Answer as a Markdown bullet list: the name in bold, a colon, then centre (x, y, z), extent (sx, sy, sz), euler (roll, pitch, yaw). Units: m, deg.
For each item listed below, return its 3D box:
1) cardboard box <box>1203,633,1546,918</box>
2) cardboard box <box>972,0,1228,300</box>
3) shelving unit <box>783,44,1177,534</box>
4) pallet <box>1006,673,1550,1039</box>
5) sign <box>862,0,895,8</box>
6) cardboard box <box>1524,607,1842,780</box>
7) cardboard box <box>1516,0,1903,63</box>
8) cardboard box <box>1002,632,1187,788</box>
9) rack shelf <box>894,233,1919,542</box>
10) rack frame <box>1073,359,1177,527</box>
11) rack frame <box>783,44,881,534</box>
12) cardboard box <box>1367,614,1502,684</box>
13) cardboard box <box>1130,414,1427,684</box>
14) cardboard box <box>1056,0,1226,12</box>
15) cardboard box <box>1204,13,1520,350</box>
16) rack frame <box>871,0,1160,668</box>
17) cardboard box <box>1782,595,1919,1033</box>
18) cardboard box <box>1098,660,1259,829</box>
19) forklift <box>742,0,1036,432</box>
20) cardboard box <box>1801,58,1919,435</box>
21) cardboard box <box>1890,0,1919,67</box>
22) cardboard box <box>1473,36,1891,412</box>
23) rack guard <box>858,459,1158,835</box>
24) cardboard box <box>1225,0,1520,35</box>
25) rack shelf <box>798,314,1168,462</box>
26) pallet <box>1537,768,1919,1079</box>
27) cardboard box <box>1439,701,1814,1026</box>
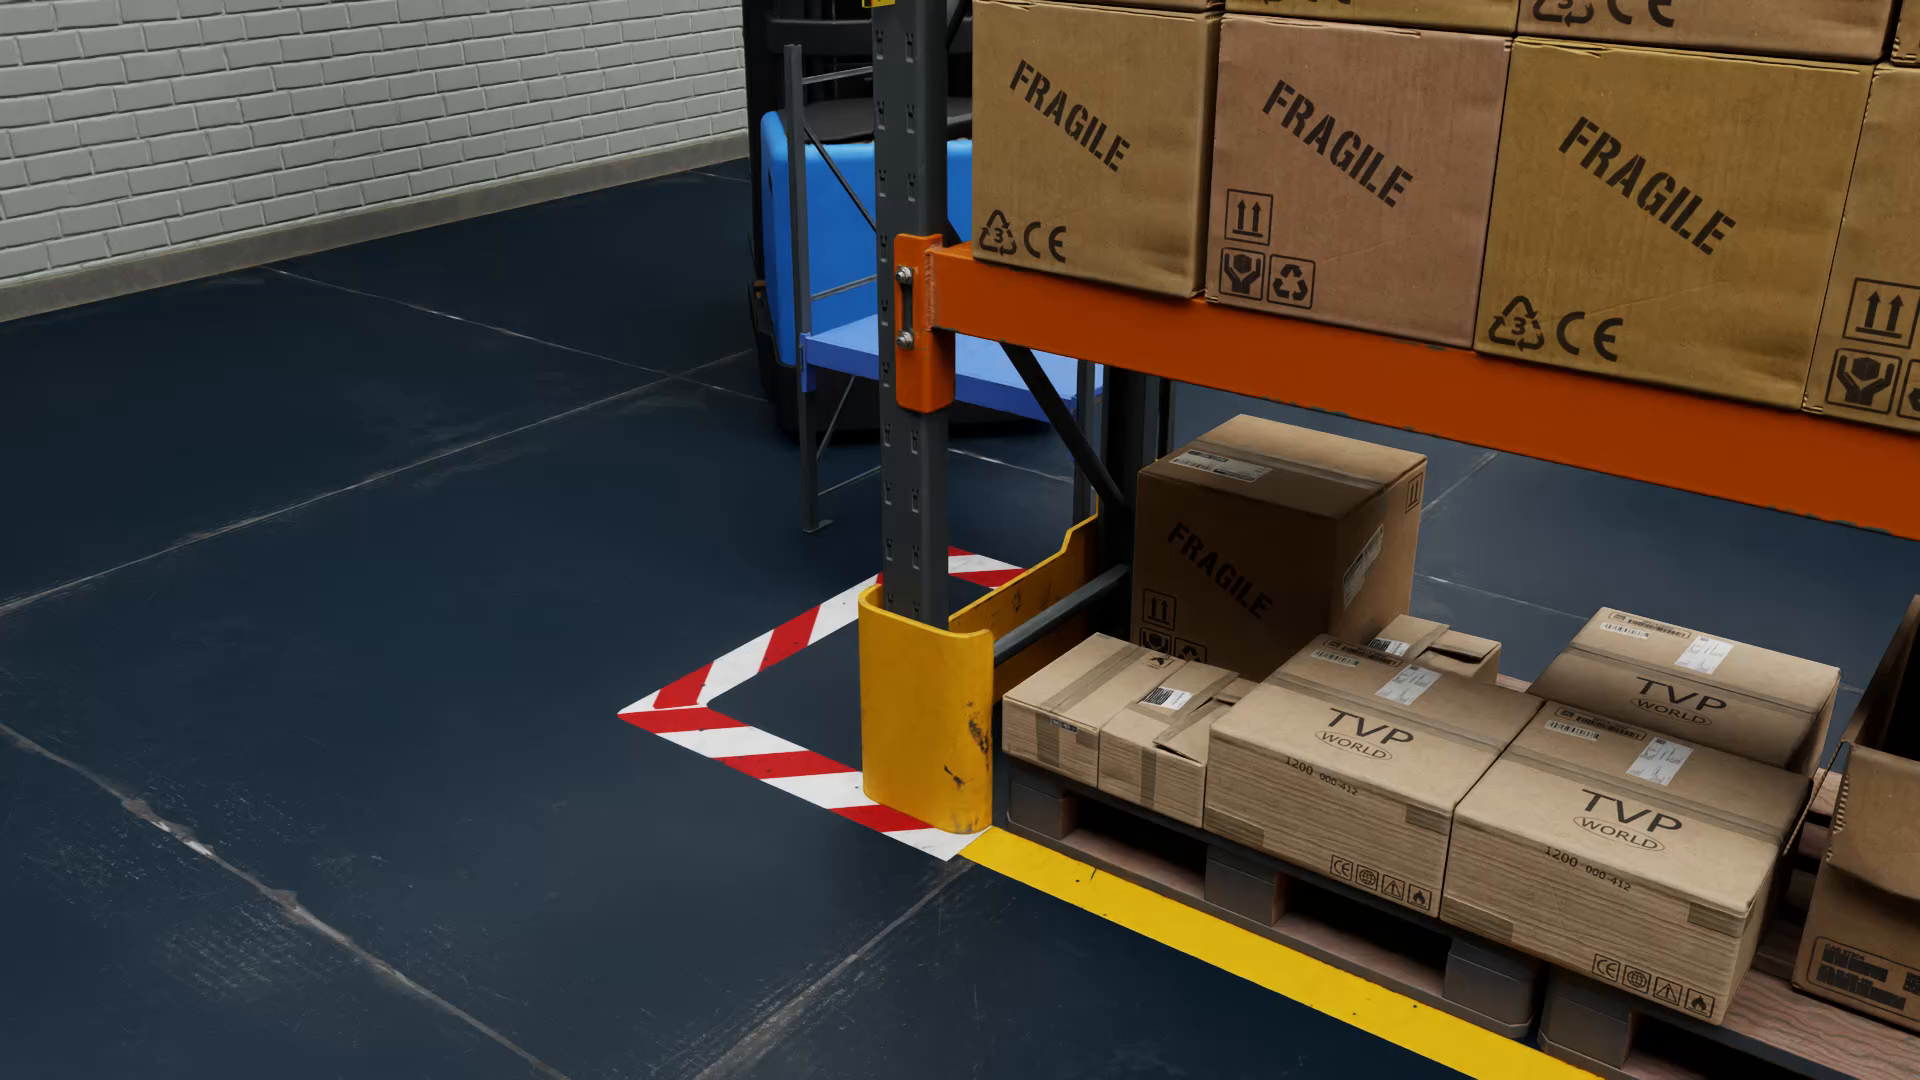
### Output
- **cardboard box**: centre (0.838, 0.454, 3.364), extent (0.500, 0.250, 0.500), euler (17, 29, 33)
- **cardboard box**: centre (0.370, -0.800, 3.222), extent (0.500, 0.500, 0.500), euler (18, 29, 34)
- **shelving unit**: centre (0.068, -0.666, 4.901), extent (1.048, 1.500, 0.538), euler (17, 29, 33)
- **pallet**: centre (0.872, 0.540, 3.762), extent (1.213, 0.211, 1.003), euler (17, 29, 33)
- **sign**: centre (-0.153, -1.168, 3.107), extent (0.005, 0.325, 0.100), euler (17, 29, 33)
- **cardboard box**: centre (1.498, 0.402, 3.483), extent (0.500, 0.250, 0.500), euler (17, 29, 33)
- **cardboard box**: centre (1.190, -1.011, 2.461), extent (0.500, 0.500, 0.500), euler (17, 29, 34)
- **cardboard box**: centre (0.302, 0.369, 3.683), extent (0.250, 0.149, 0.380), euler (17, 29, 33)
- **rack shelf**: centre (1.773, -0.134, 2.726), extent (4.000, 0.370, 1.077), euler (17, 29, 33)
- **rack frame**: centre (0.475, -0.543, 4.622), extent (0.032, 1.500, 0.500), euler (17, 29, 33)
- **rack frame**: centre (-0.339, -0.789, 5.180), extent (0.032, 1.500, 0.500), euler (17, 29, 33)
- **cardboard box**: centre (1.026, 0.327, 3.755), extent (0.250, 0.166, 0.380), euler (17, 29, 33)
- **cardboard box**: centre (0.756, 0.048, 3.976), extent (0.500, 0.500, 0.500), euler (17, 29, 33)
- **cardboard box**: centre (0.370, -1.258, 3.020), extent (0.500, 0.500, 0.500), euler (18, 29, 35)
- **cardboard box**: centre (0.786, -0.677, 2.943), extent (0.500, 0.500, 0.500), euler (16, 29, 33)
- **rack frame**: centre (0.173, -0.947, 3.679), extent (0.127, 3.000, 1.000), euler (17, 29, 33)
- **cardboard box**: centre (1.867, 0.509, 2.925), extent (0.637, 0.503, 0.797), euler (17, 29, 33)
- **cardboard box**: centre (0.502, 0.421, 3.543), extent (0.250, 0.166, 0.380), euler (17, 29, 33)
- **forklift**: centre (-0.361, -2.290, 6.812), extent (1.130, 2.935, 3.031), euler (-4, 24, -8)
- **cardboard box**: centre (1.585, -0.433, 2.389), extent (0.500, 0.500, 0.500), euler (17, 29, 34)
- **cardboard box**: centre (1.597, -0.889, 2.183), extent (0.500, 0.500, 0.500), euler (17, 29, 33)
- **cardboard box**: centre (1.186, -0.555, 2.665), extent (0.500, 0.500, 0.500), euler (17, 29, 33)
- **rack guard**: centre (0.233, 0.215, 4.141), extent (0.348, 0.500, 1.175), euler (17, 29, 33)
- **cardboard box**: centre (0.793, -1.134, 2.739), extent (0.500, 0.500, 0.500), euler (17, 29, 34)
- **rack shelf**: centre (0.068, -0.501, 4.973), extent (1.000, 0.185, 0.538), euler (17, 29, 33)
- **pallet**: centre (1.844, 0.835, 3.092), extent (1.213, 0.211, 1.003), euler (17, 29, 33)
- **cardboard box**: centre (1.238, 0.575, 3.089), extent (0.500, 0.250, 0.500), euler (17, 29, 33)
